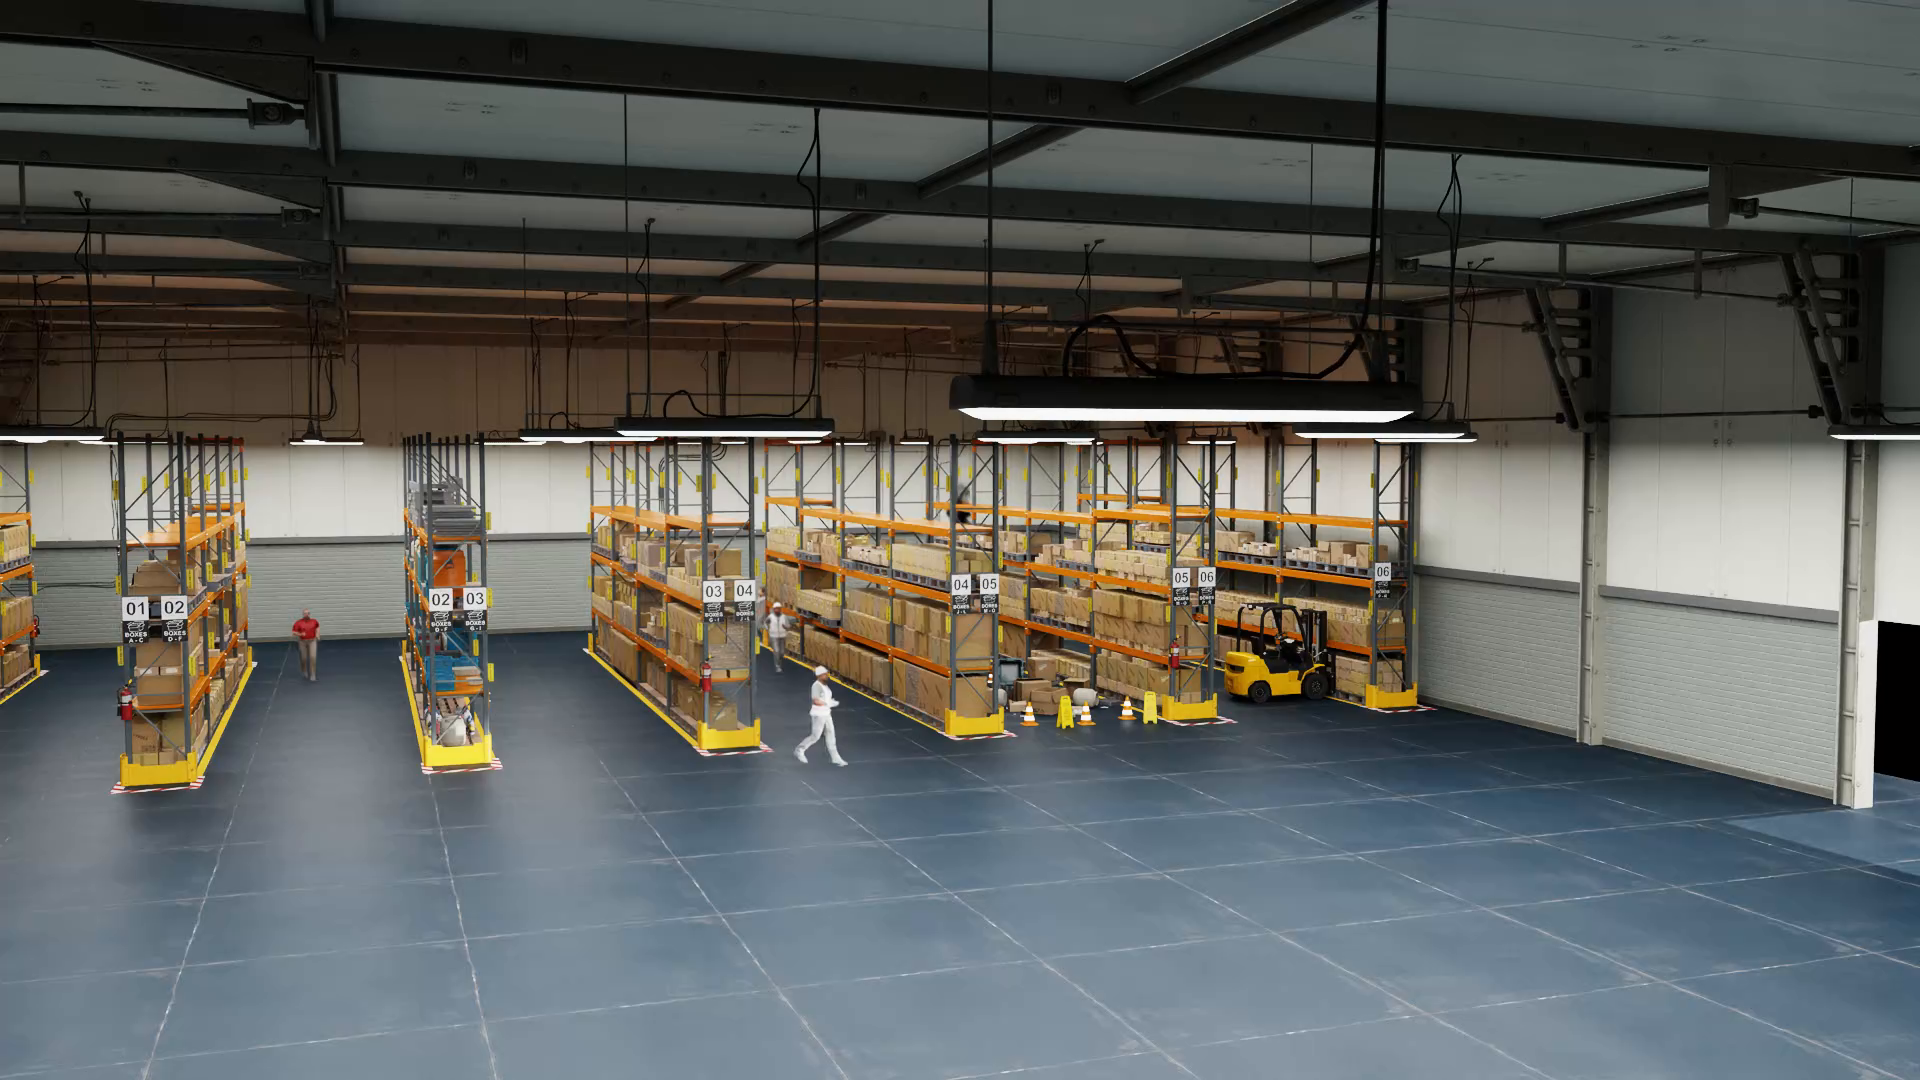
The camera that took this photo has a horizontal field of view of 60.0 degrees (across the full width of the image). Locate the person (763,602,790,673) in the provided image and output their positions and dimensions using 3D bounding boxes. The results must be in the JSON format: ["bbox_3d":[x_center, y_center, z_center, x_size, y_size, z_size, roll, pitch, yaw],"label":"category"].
[{"bbox_3d":[-4.661,2.469,42.478,0.662,1.749,0.961,-1,3,-21],"label":"person"}]

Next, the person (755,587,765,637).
[{"bbox_3d":[-5.857,2.209,49.188,0.660,1.639,0.612,-2,4,-35],"label":"person"}]

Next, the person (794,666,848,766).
[{"bbox_3d":[-2.498,3.149,29.787,0.988,1.792,0.698,1,3,13],"label":"person"}]

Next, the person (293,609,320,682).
[{"bbox_3d":[-16.076,2.574,40.935,0.656,1.737,0.978,-2,4,-26],"label":"person"}]

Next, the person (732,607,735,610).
[{"bbox_3d":[-5.964,2.358,45.353,0.637,1.678,0.612,-1,3,-22],"label":"person"}]
